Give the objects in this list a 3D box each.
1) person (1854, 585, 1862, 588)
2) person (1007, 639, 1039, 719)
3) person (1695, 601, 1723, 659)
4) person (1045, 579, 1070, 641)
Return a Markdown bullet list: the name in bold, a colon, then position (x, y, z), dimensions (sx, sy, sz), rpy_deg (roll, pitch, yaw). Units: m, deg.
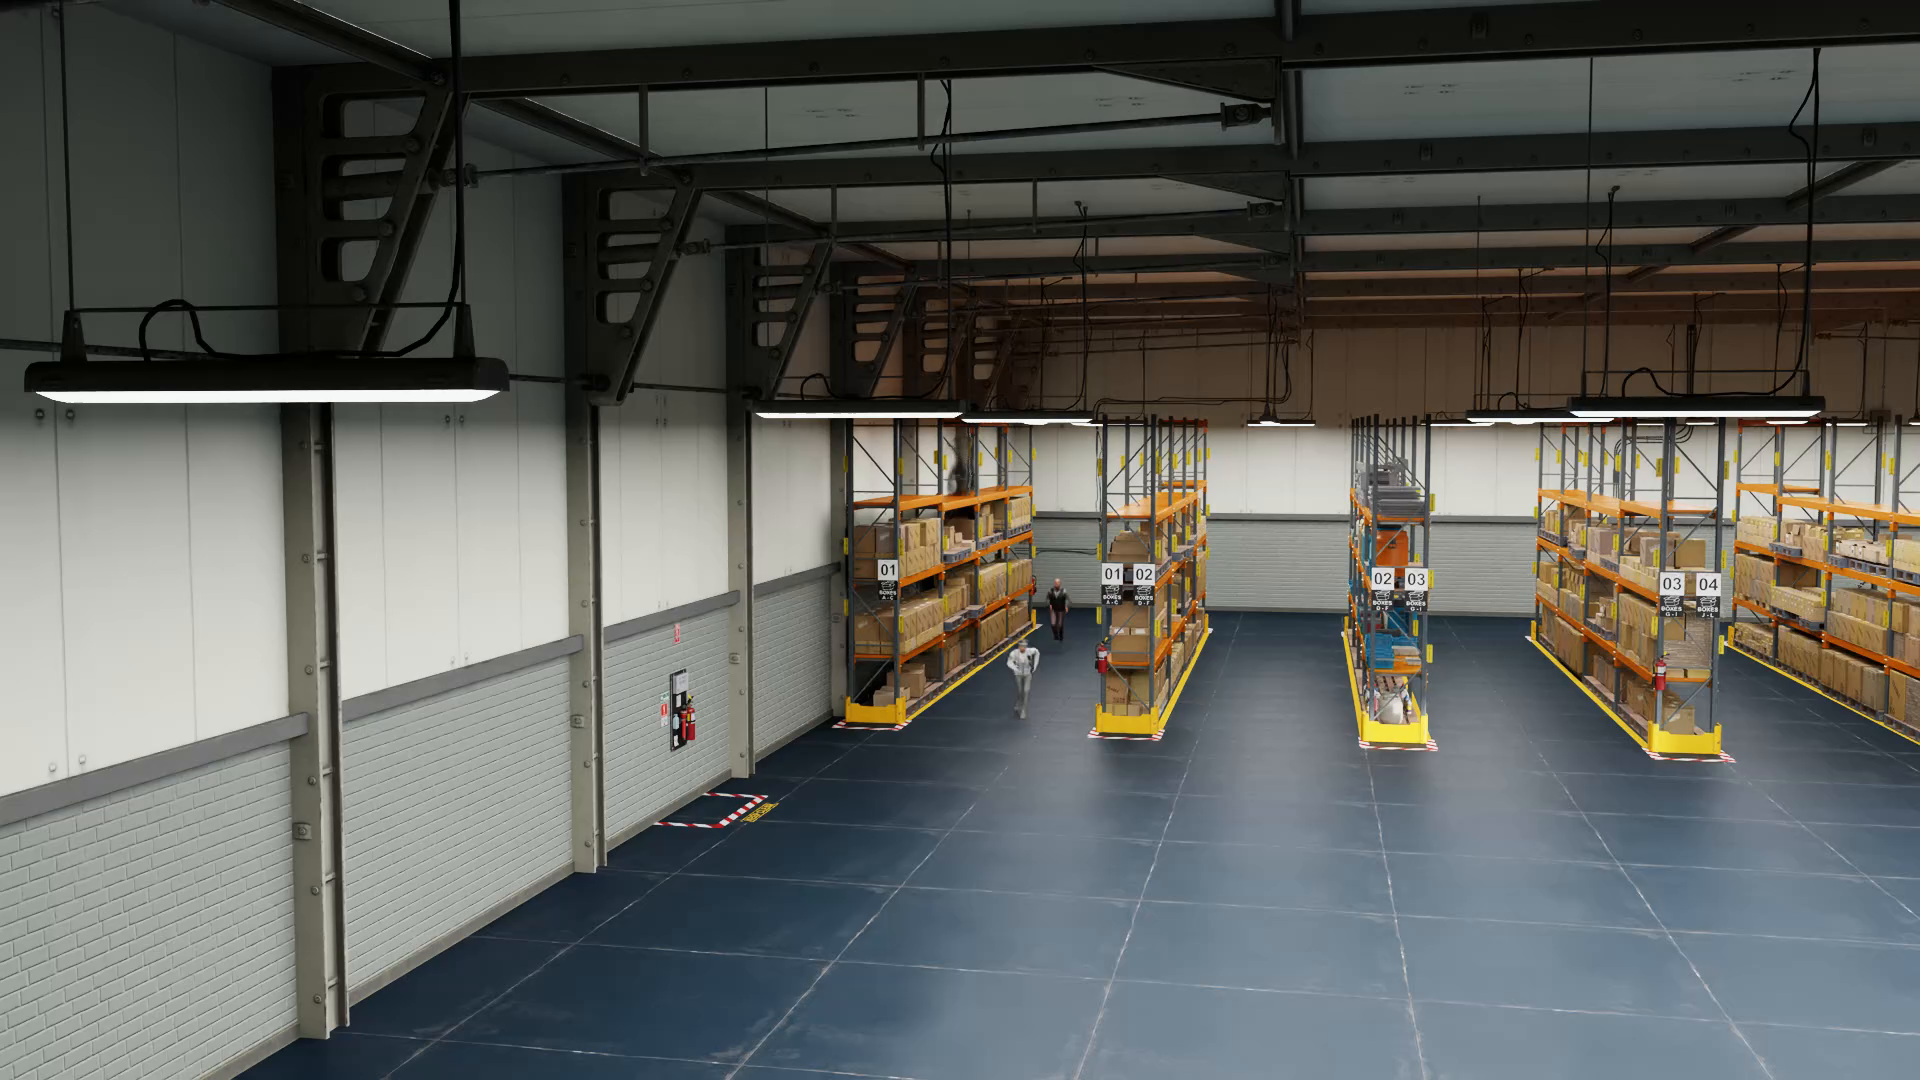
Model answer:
- **person**: position (22.651, 2.038, 42.031), dimensions (0.724, 1.794, 0.953), rpy_deg (0, 4, -2)
- **person**: position (1.251, 2.742, 33.254), dimensions (0.657, 1.625, 0.967), rpy_deg (0, 4, -3)
- **person**: position (18.713, 2.058, 41.585), dimensions (0.695, 1.806, 0.992), rpy_deg (1, 4, 16)
- **person**: position (2.516, 1.829, 43.081), dimensions (0.661, 1.632, 0.594), rpy_deg (1, 4, 9)
